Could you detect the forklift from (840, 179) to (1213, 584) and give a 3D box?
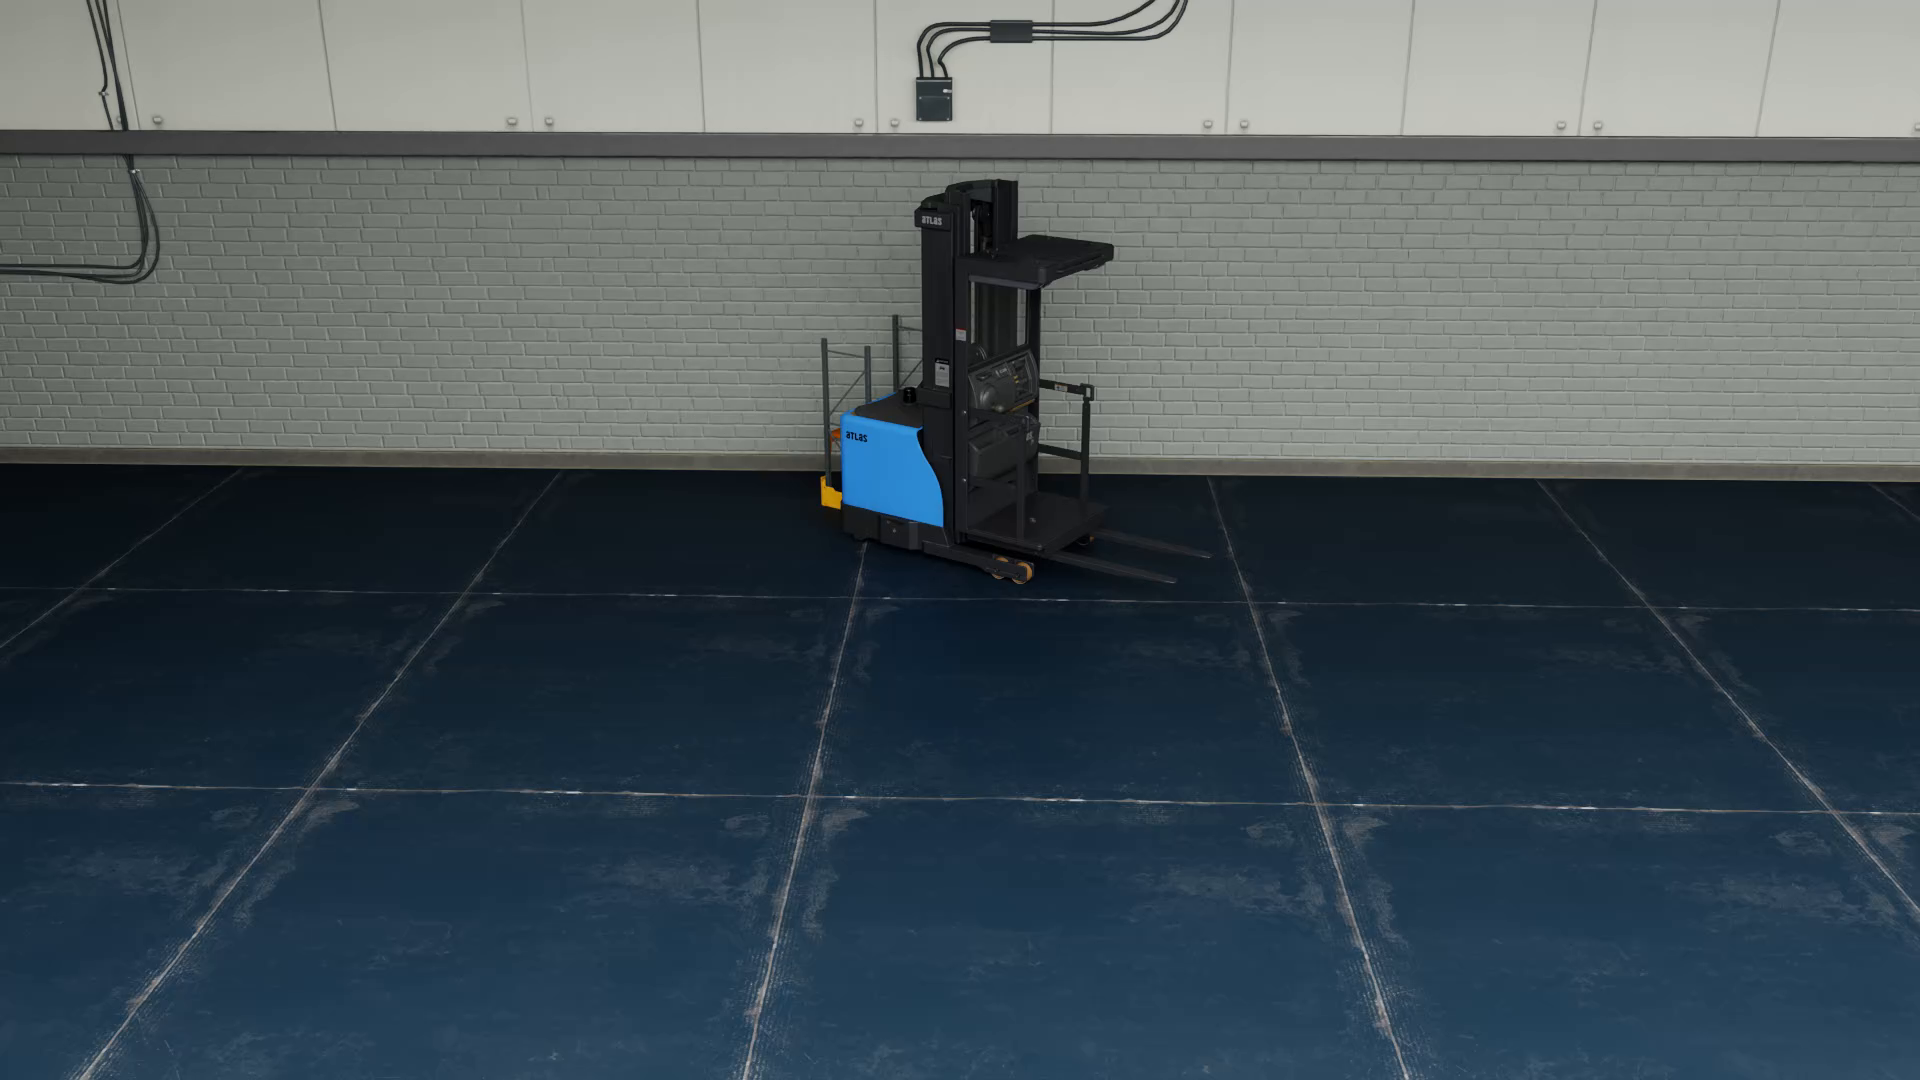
[{"bbox_3d":[0.519,-1.242,12.972,3.031,2.935,1.130,13,25,31],"label":"forklift"}]

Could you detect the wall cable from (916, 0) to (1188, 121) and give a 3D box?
[{"bbox_3d":[0.780,-6.383,13.132,2.305,6.003,0.169,1,21,2],"label":"wall cable"}]

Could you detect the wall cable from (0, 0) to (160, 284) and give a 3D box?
[{"bbox_3d":[-8.708,-3.460,14.592,3.097,2.526,0.112,1,21,2],"label":"wall cable"}]

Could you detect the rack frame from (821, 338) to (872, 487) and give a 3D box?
[{"bbox_3d":[-0.960,-0.962,14.230,0.500,1.500,0.032,14,25,31],"label":"rack frame"}]

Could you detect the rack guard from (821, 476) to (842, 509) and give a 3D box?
[{"bbox_3d":[-0.960,-0.380,14.457,0.587,0.250,0.087,14,25,31],"label":"rack guard"}]

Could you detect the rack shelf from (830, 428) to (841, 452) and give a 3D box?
[{"bbox_3d":[-0.675,-0.947,14.687,0.538,0.185,1.000,14,25,31],"label":"rack shelf"}]

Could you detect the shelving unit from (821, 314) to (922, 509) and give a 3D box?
[{"bbox_3d":[-0.680,-1.112,14.615,0.587,1.500,1.083,14,25,31],"label":"shelving unit"}]

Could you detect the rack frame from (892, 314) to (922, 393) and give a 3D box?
[{"bbox_3d":[-0.391,-1.267,15.015,0.500,1.500,0.032,14,25,31],"label":"rack frame"}]
